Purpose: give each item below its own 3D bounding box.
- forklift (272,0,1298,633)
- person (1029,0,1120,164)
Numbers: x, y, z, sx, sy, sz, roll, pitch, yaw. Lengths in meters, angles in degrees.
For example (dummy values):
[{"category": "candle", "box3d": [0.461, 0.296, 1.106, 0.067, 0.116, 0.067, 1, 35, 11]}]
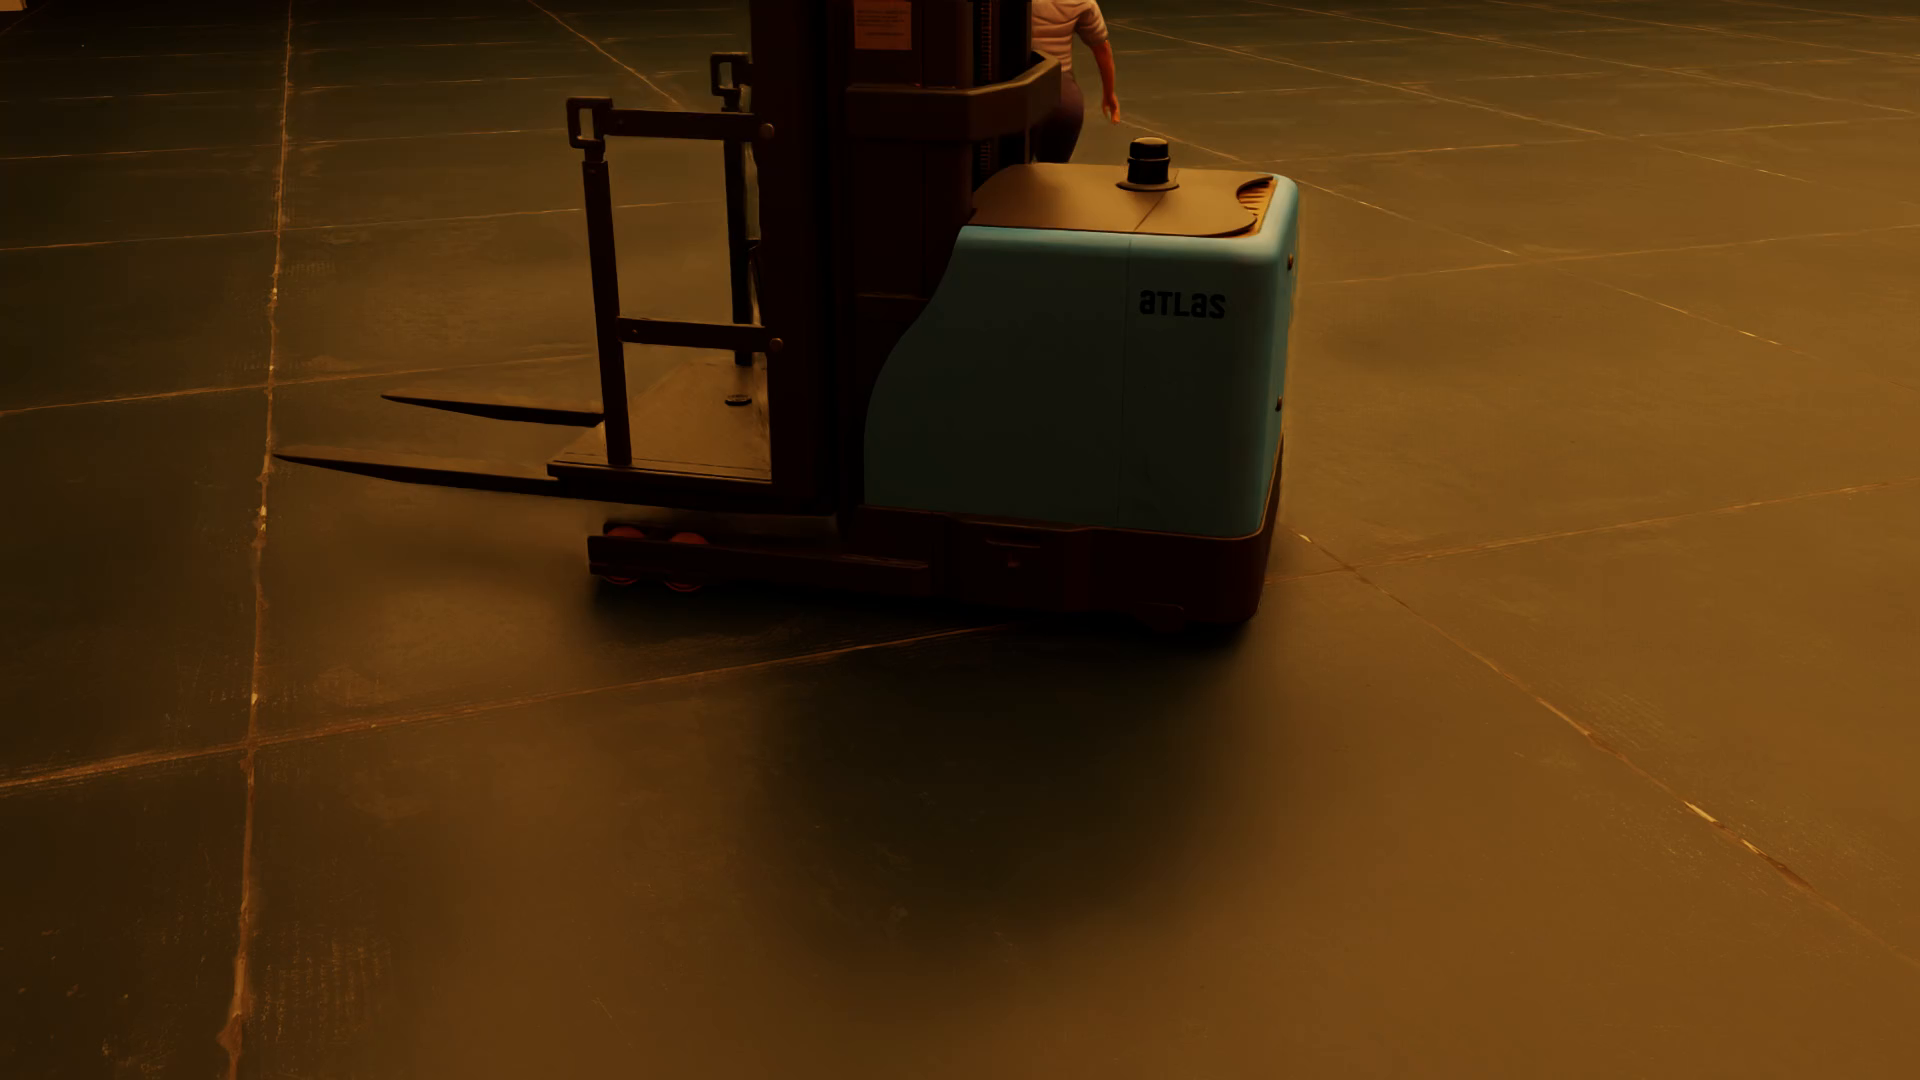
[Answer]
[{"category": "forklift", "box3d": [-0.576, -1.395, 4.615, 3.031, 2.935, 1.130, 5, 23, 13]}, {"category": "person", "box3d": [0.343, -1.993, 7.801, 0.880, 1.680, 0.491, -7, 24, -15]}]
